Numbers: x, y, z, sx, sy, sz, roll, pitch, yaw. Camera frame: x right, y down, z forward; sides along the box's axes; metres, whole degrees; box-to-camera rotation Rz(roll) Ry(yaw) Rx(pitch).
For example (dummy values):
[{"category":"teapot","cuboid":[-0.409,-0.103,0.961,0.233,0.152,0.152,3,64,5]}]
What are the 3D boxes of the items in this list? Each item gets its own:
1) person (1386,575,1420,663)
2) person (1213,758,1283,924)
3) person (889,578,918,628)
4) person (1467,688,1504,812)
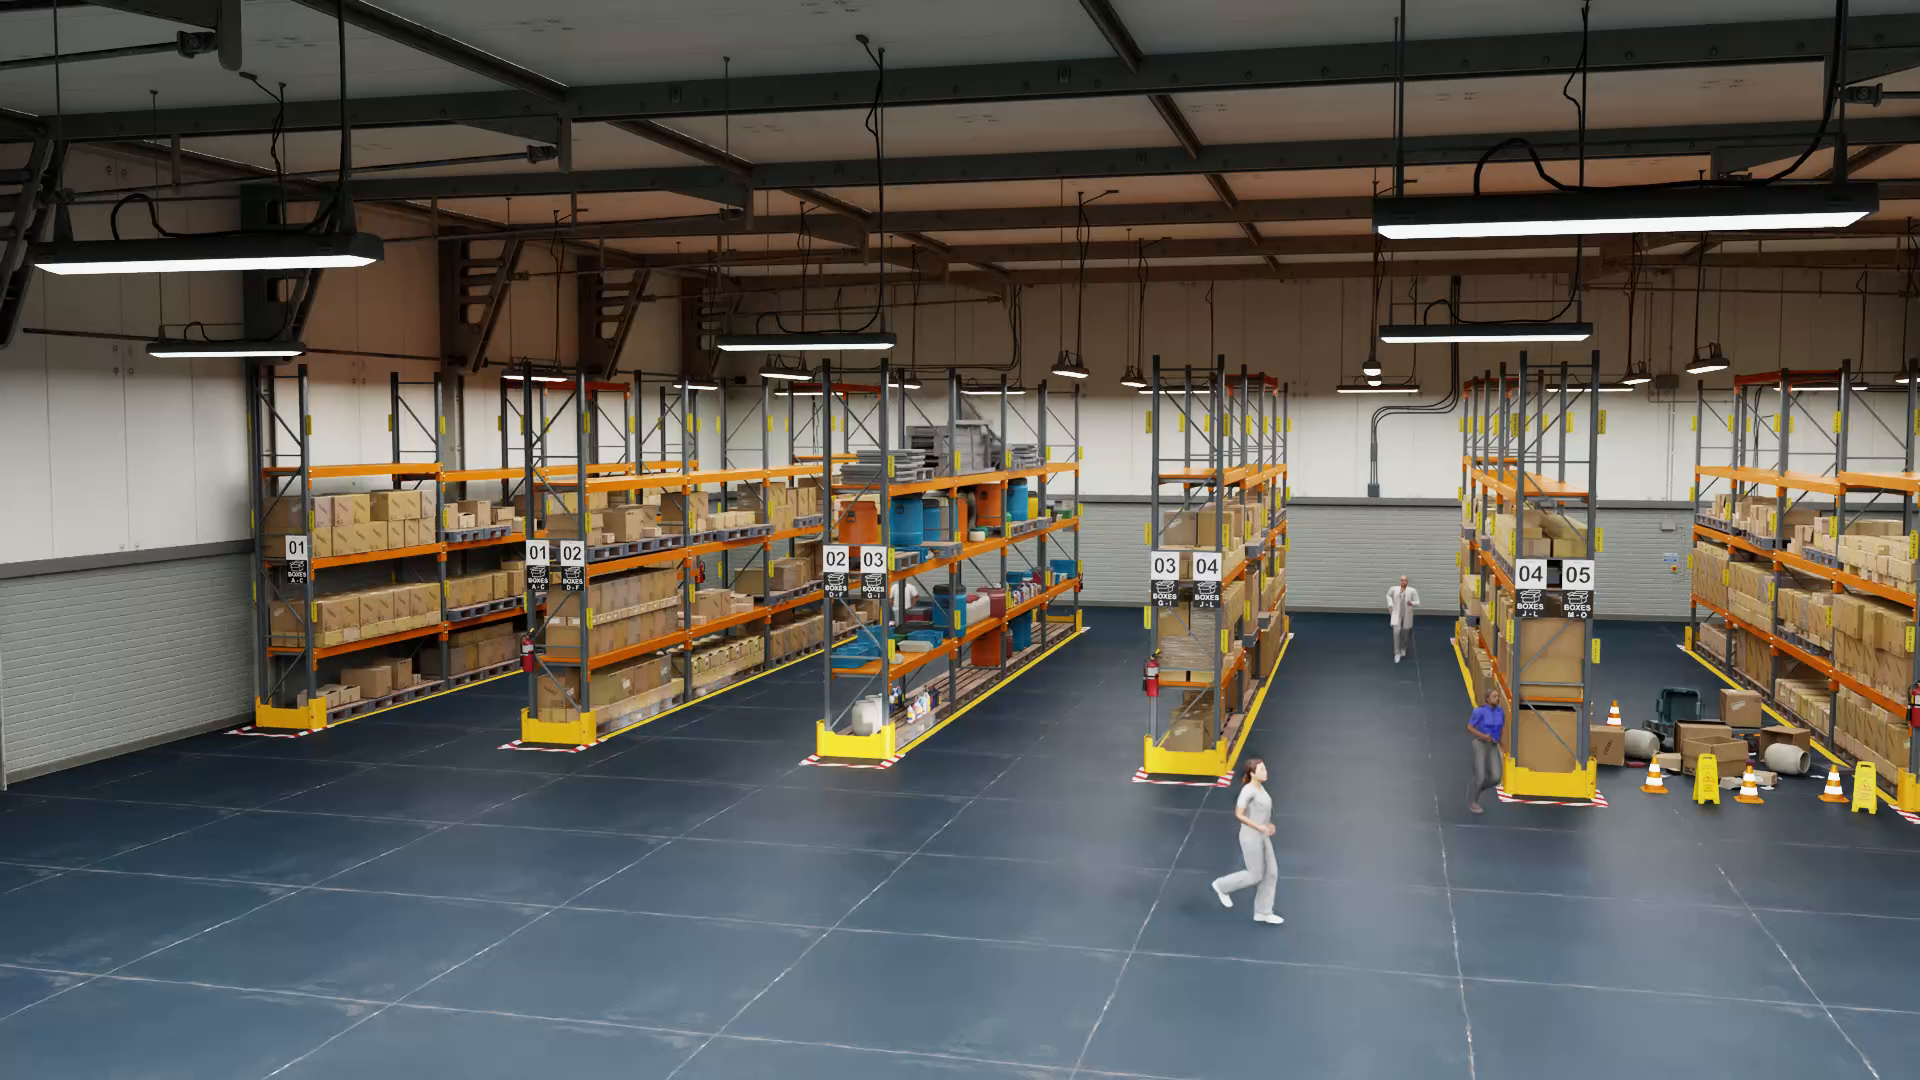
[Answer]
[{"category":"person","cuboid":[9.444,1.777,35.483,0.698,1.584,0.989,1,4,15]},{"category":"person","cuboid":[2.940,3.016,16.833,0.752,1.643,0.563,3,5,33]},{"category":"person","cuboid":[-1.292,1.571,37.049,0.686,1.721,0.597,0,4,4]},{"category":"person","cuboid":[6.867,2.721,21.564,0.598,1.603,0.586,-1,4,-15]}]
